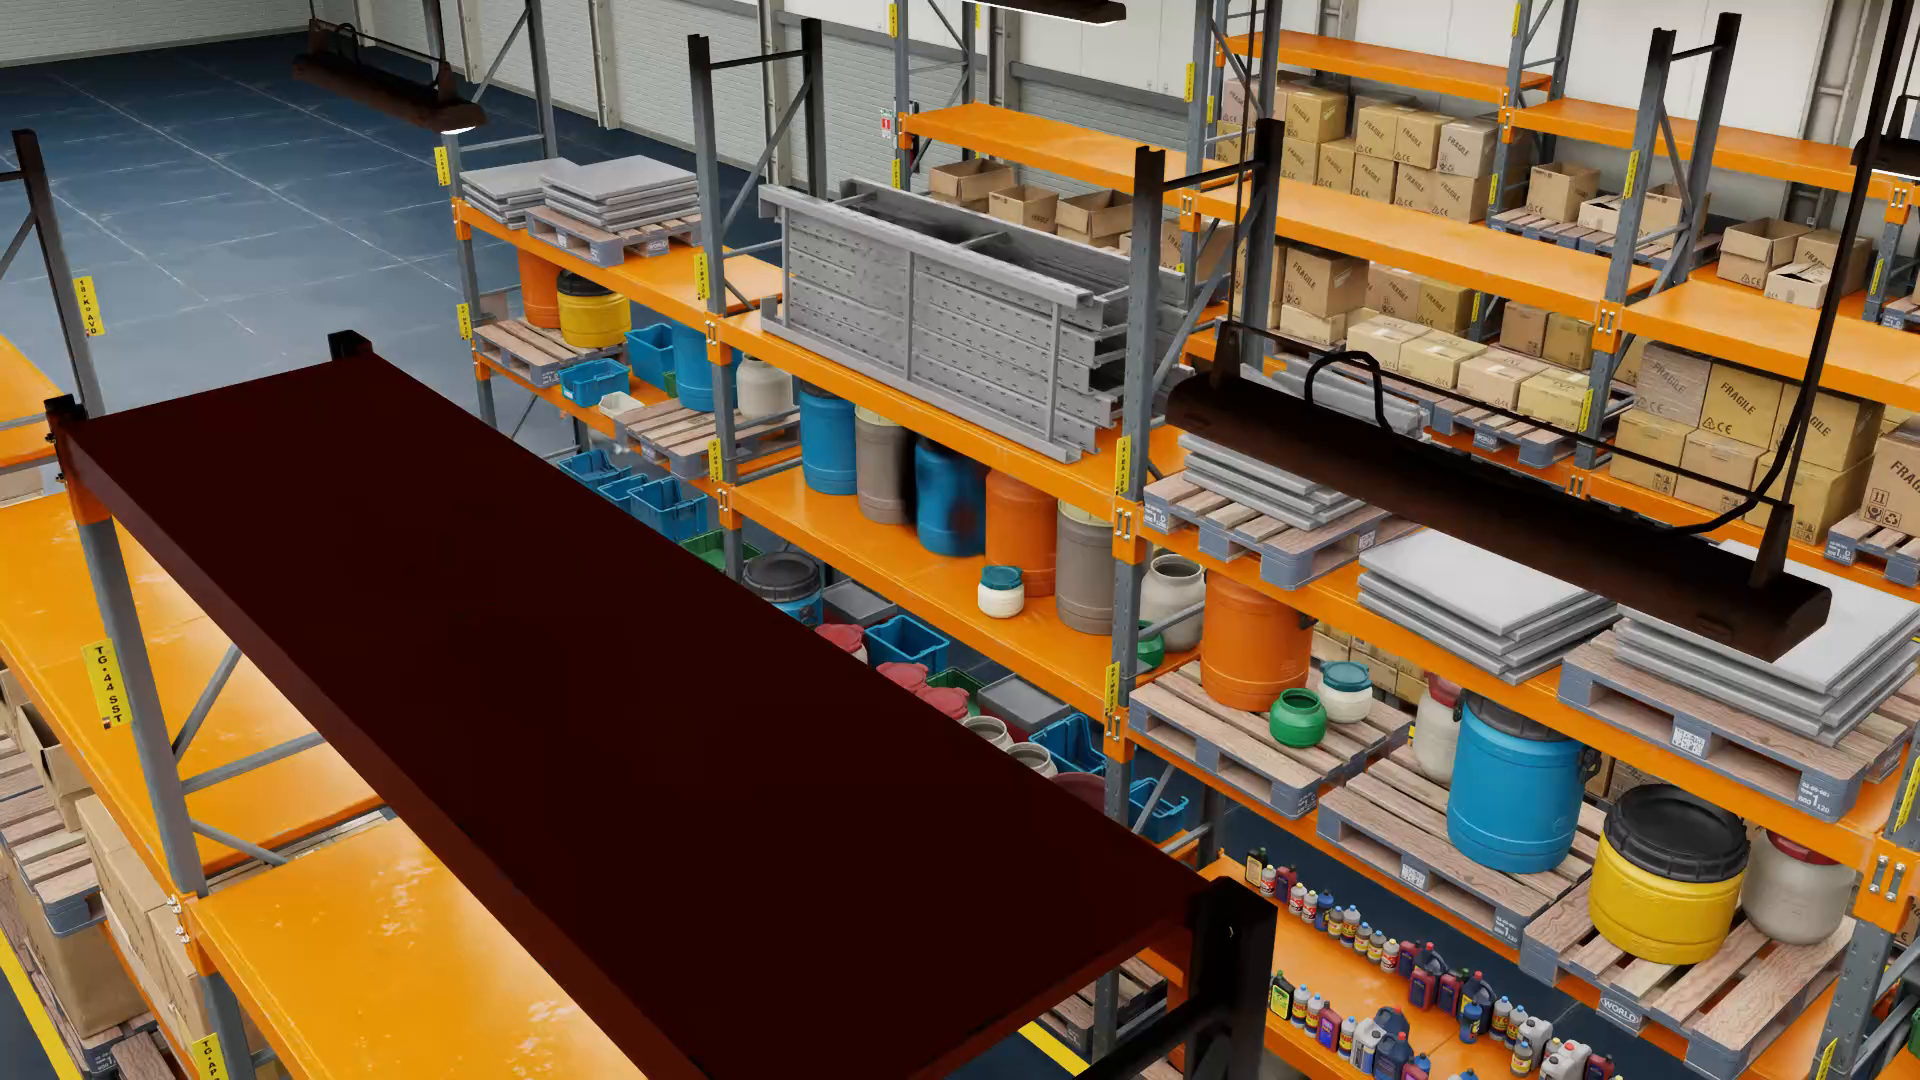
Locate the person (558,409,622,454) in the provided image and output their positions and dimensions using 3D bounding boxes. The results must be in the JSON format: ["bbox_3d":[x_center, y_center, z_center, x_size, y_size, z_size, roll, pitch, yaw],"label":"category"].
[{"bbox_3d":[-4.275,-1.497,18.930,0.887,1.469,0.574,-17,31,-29],"label":"person"}]

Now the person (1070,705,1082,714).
[{"bbox_3d":[1.212,0.843,14.032,0.530,1.742,0.860,-24,35,-38],"label":"person"}]
